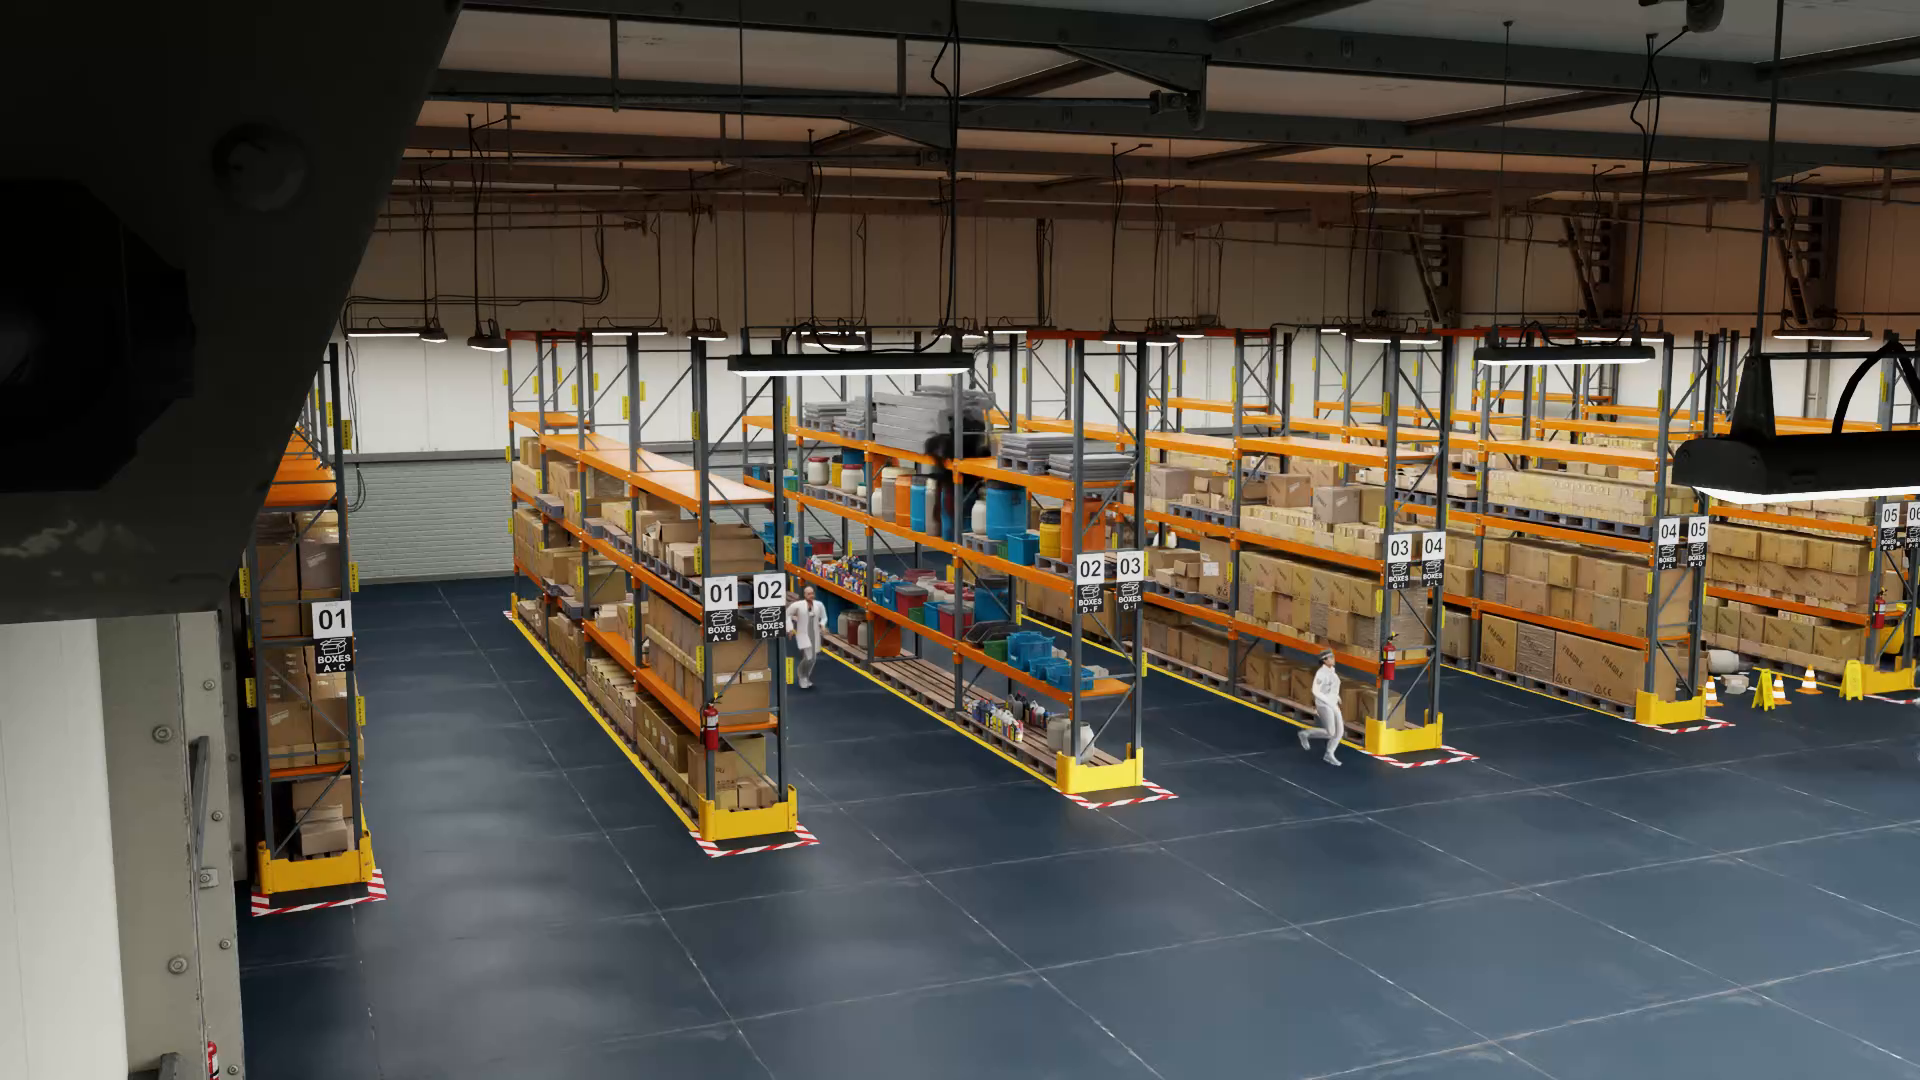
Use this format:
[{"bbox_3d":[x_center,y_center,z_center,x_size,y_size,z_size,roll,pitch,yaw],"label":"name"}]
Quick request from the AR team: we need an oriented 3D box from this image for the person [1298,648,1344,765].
[{"bbox_3d":[5.156,2.339,23.548,0.606,1.672,0.627,5,9,33],"label":"person"}]

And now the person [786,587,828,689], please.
[{"bbox_3d":[-2.549,1.652,28.017,0.678,1.745,0.808,-4,9,-29],"label":"person"}]

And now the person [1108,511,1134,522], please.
[{"bbox_3d":[3.873,-0.130,41.024,0.717,1.745,0.972,6,10,37],"label":"person"}]

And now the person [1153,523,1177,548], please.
[{"bbox_3d":[4.583,0.457,36.856,0.672,1.824,0.762,-2,8,-18],"label":"person"}]
